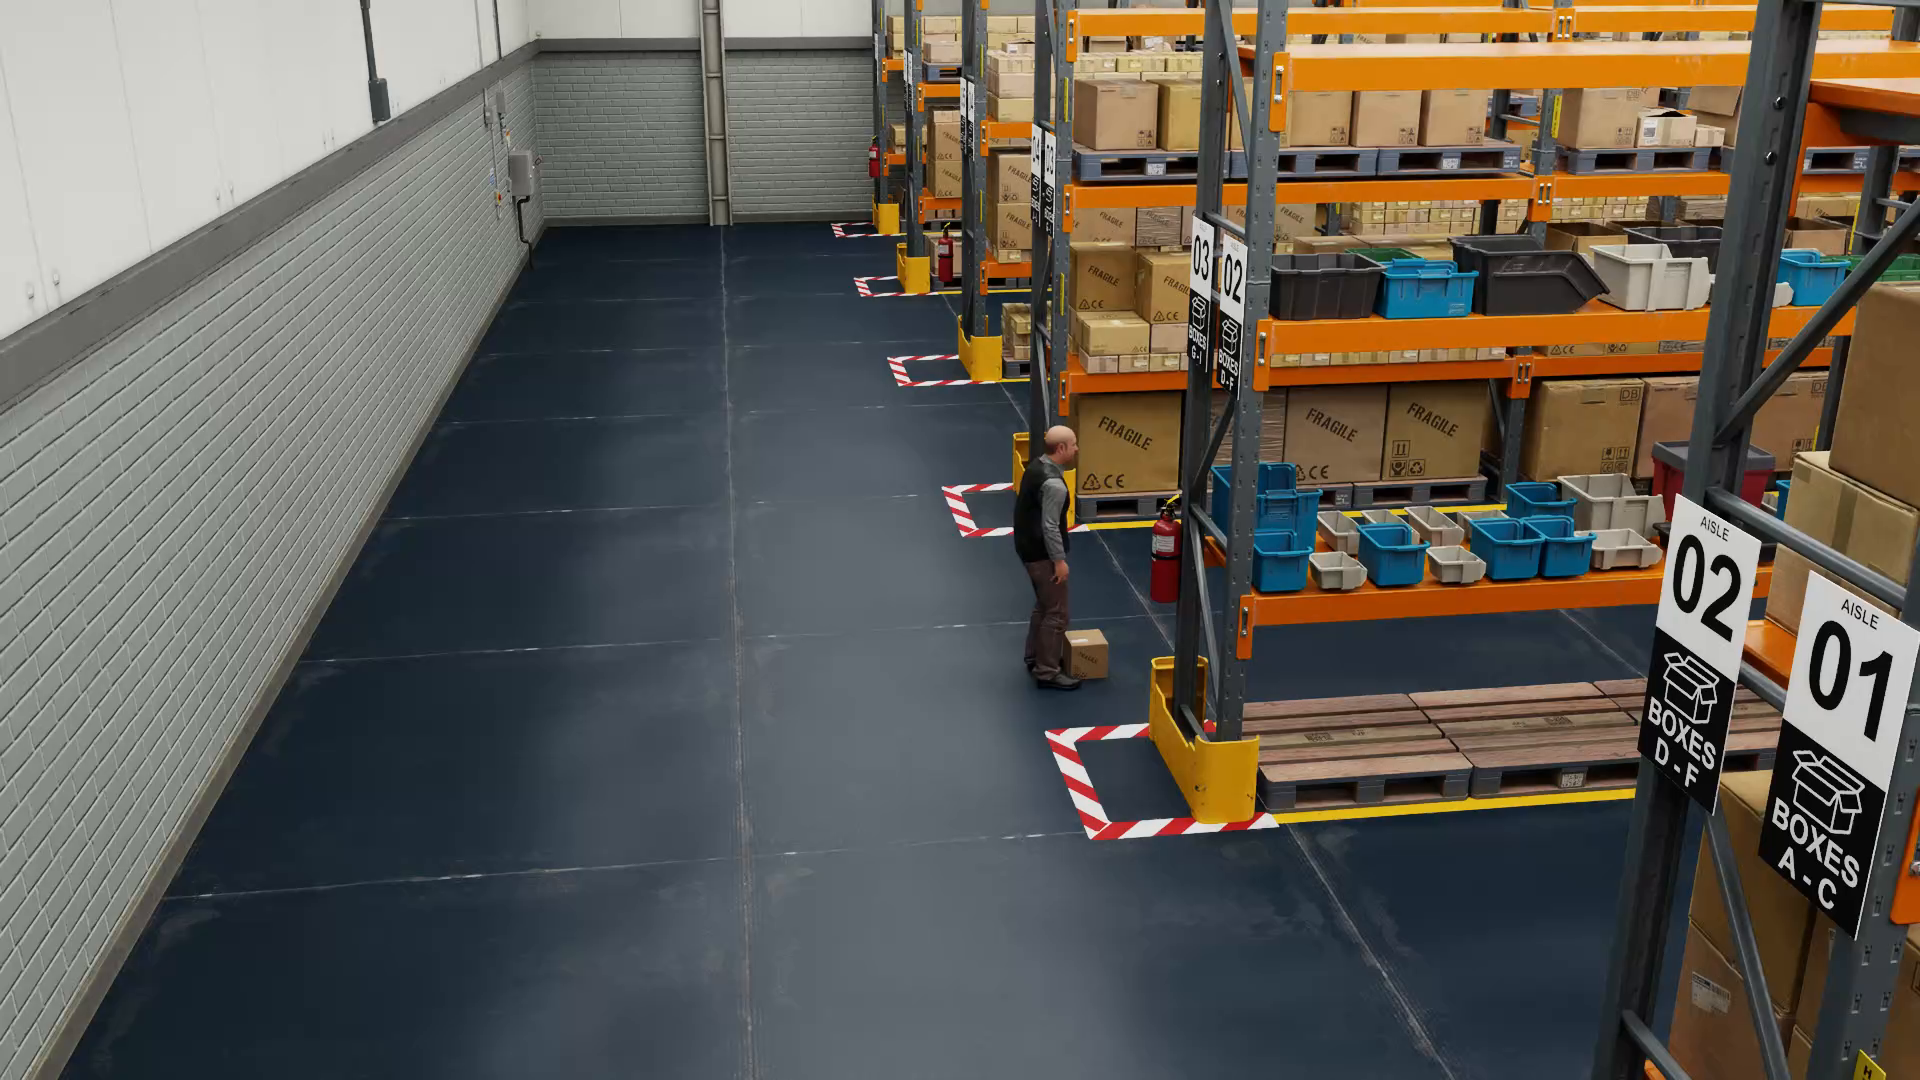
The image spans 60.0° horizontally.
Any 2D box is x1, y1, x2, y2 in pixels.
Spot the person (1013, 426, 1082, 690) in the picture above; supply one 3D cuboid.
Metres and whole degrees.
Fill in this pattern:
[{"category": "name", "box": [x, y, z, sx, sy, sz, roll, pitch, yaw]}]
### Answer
[{"category": "person", "box": [0.560, 0.095, 10.846, 0.420, 1.720, 0.579, -3, 20, -8]}]
